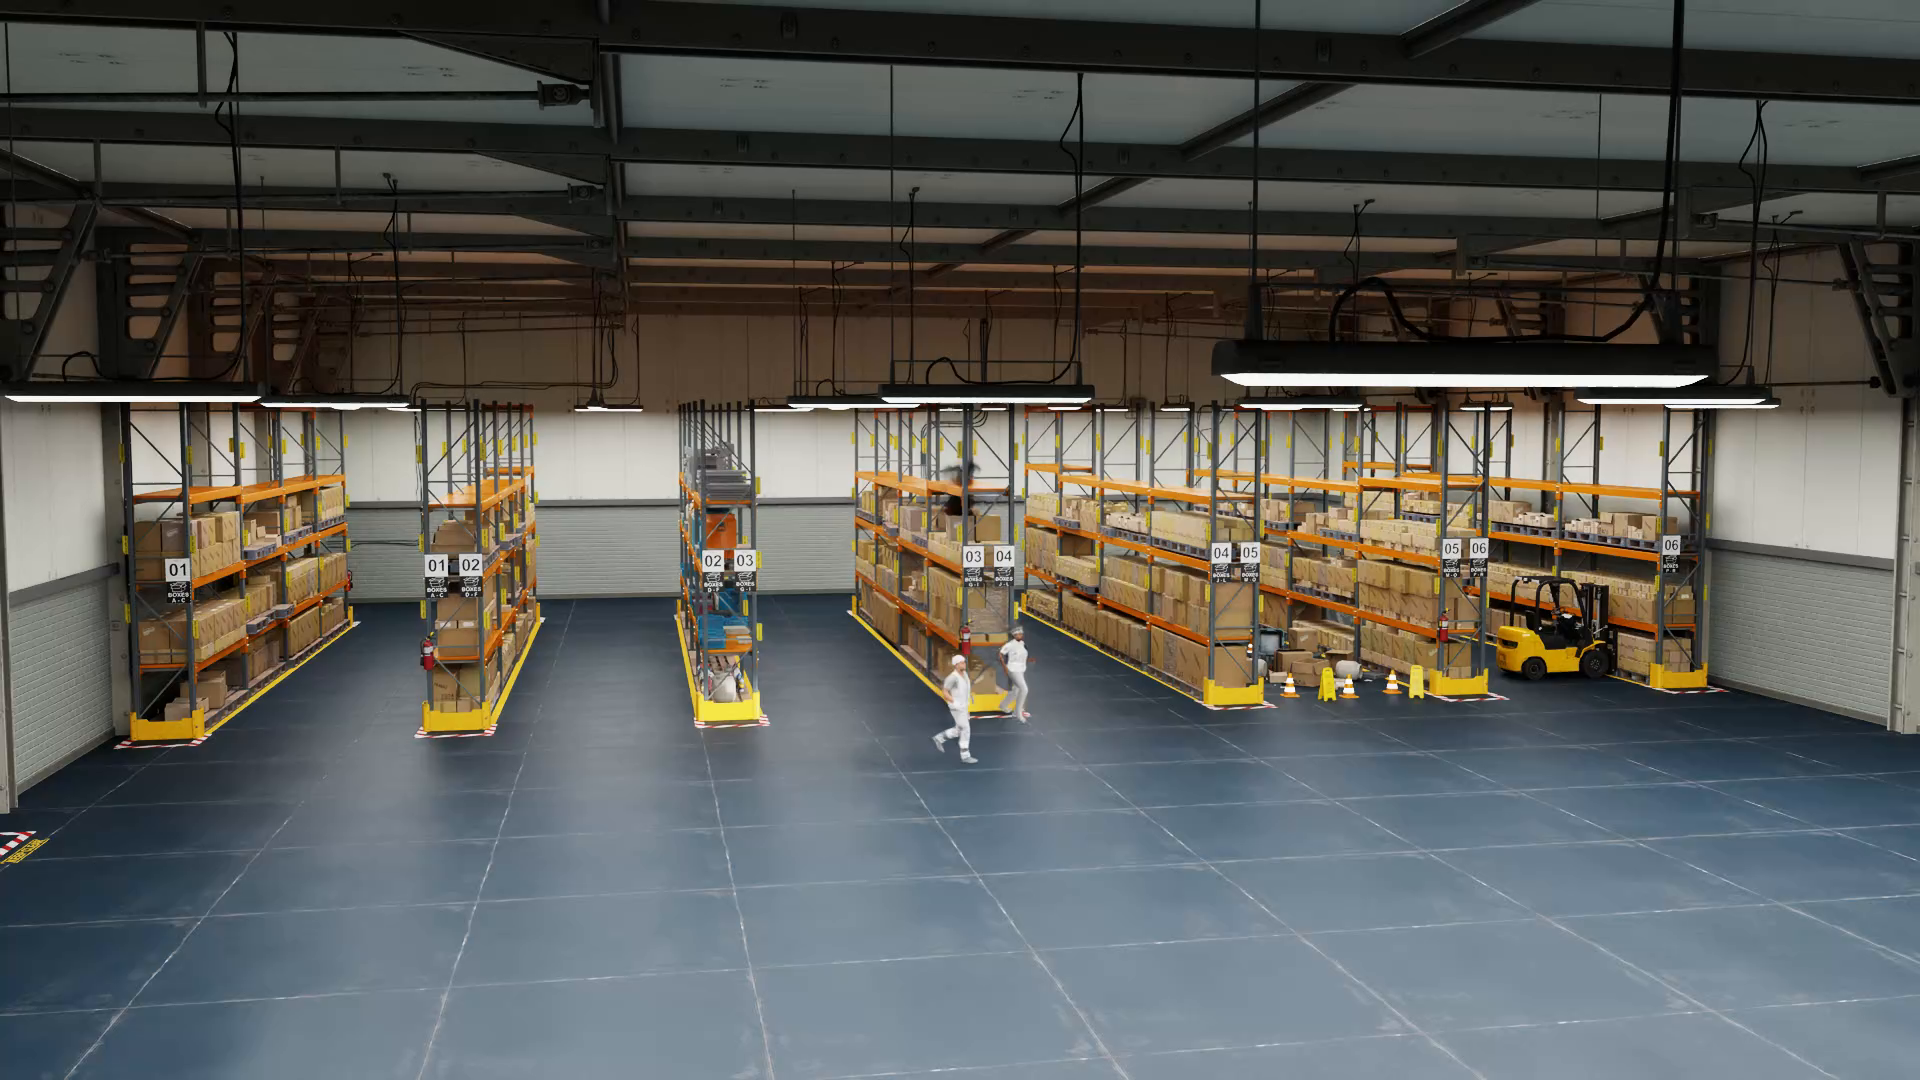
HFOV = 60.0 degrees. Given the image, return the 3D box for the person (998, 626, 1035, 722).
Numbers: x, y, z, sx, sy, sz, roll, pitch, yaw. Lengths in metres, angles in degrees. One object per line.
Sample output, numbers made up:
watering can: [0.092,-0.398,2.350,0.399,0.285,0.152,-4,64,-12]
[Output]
person: [1.033,2.434,30.368,0.792,1.744,0.536,3,5,33]

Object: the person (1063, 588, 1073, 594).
person: [3.208,1.115,50.110,0.654,1.678,0.623,0,4,-6]

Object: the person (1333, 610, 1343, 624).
person: [9.946,1.582,43.878,0.528,1.714,0.816,-1,4,-15]

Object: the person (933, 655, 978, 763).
person: [-0.075,2.761,27.363,0.828,1.777,0.652,2,5,25]
